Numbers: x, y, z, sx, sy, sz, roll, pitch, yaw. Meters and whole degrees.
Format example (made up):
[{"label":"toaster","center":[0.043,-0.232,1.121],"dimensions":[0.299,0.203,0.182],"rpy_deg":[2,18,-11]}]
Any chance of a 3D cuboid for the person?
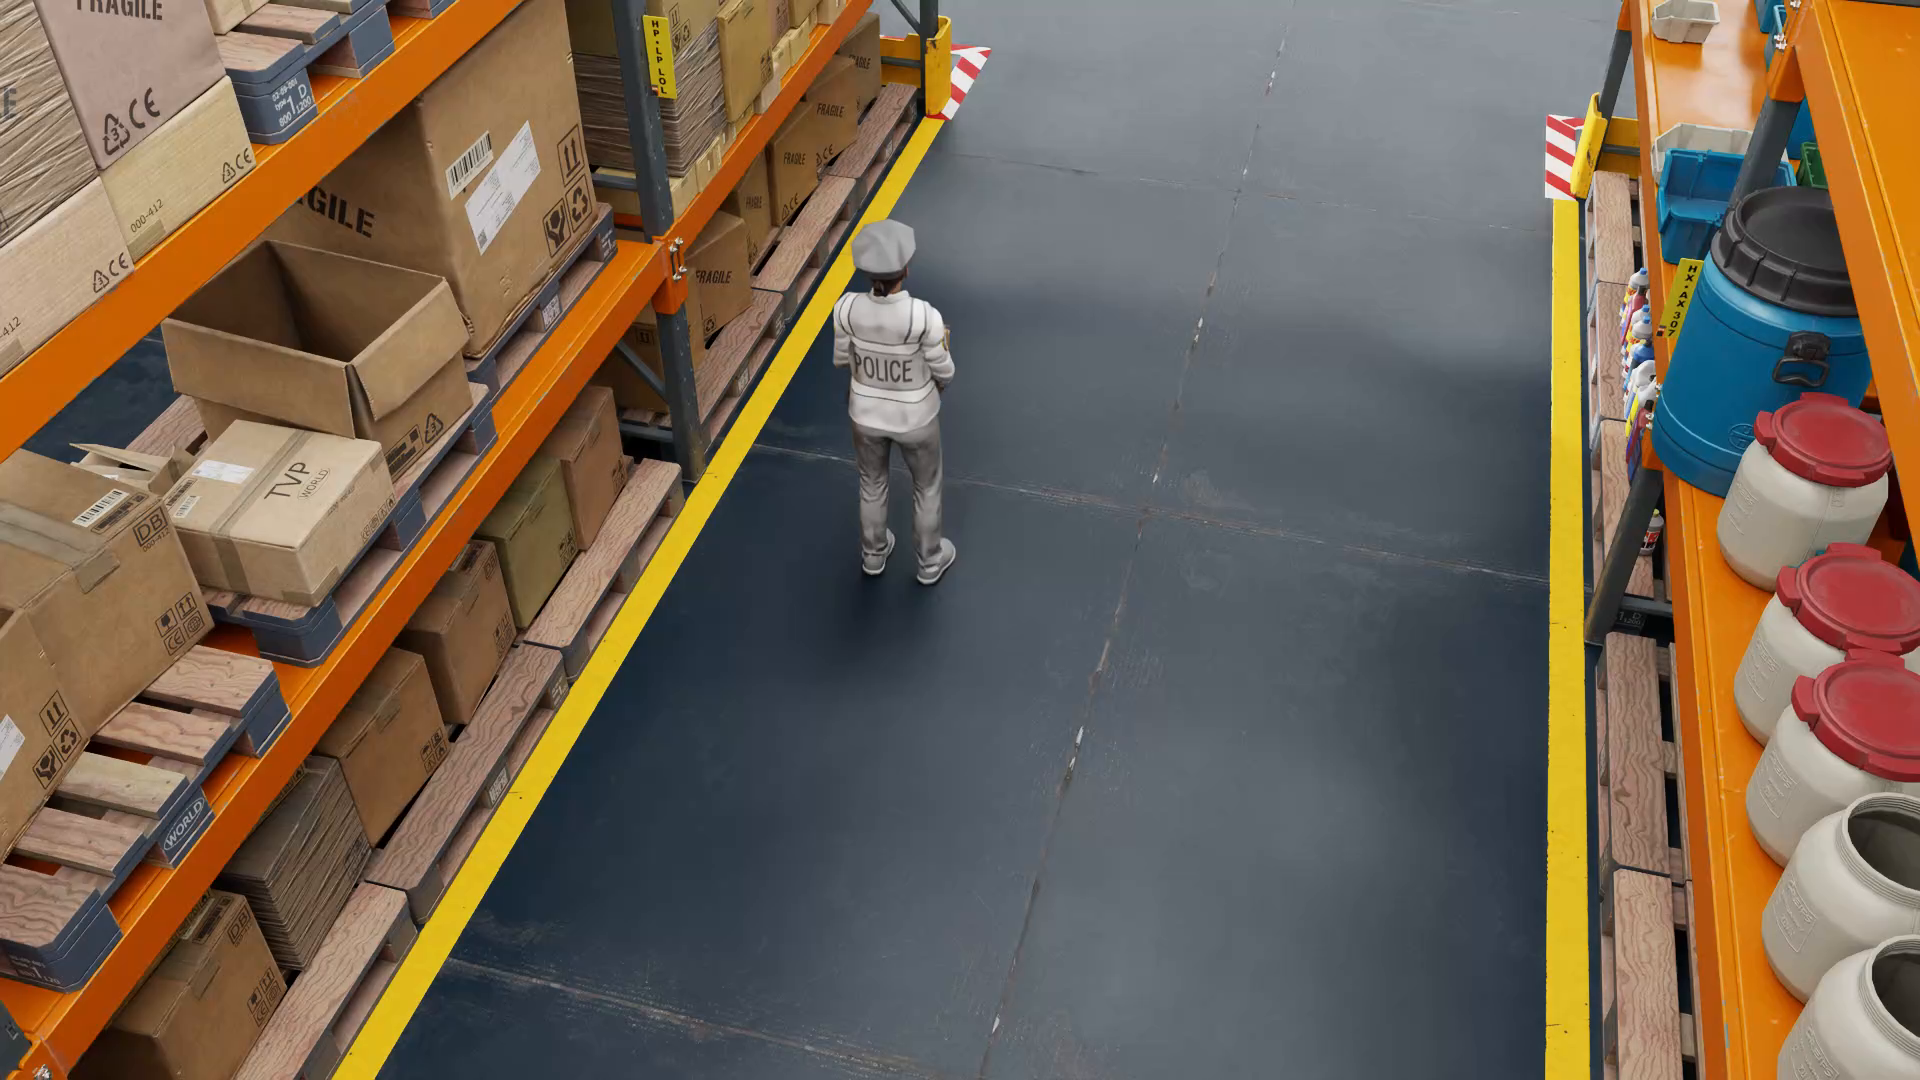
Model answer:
[{"label":"person","center":[-0.251,-0.560,6.774],"dimensions":[0.494,1.690,0.464],"rpy_deg":[10,42,11]}]
